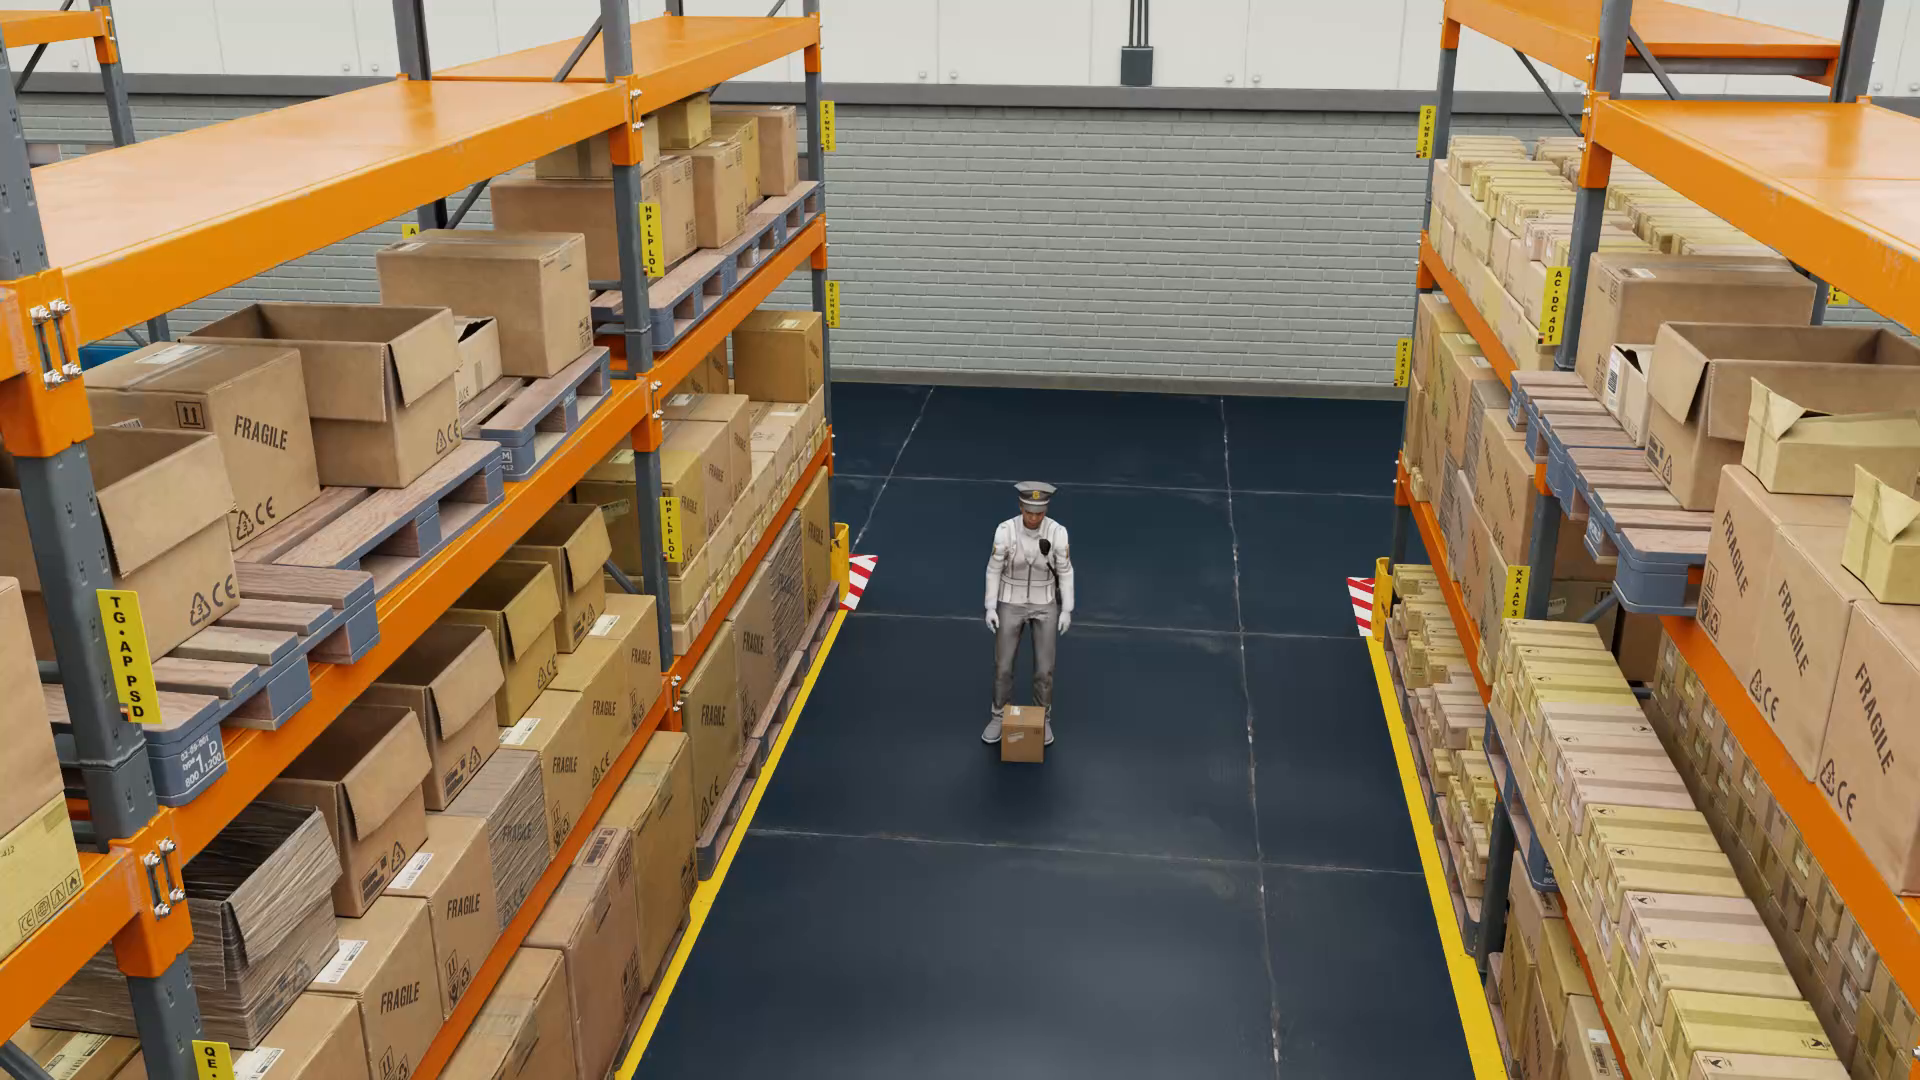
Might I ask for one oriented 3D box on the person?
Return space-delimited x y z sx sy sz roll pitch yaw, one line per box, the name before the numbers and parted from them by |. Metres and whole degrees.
person | 0.412 0.423 9.993 0.546 1.664 0.376 1 21 3
